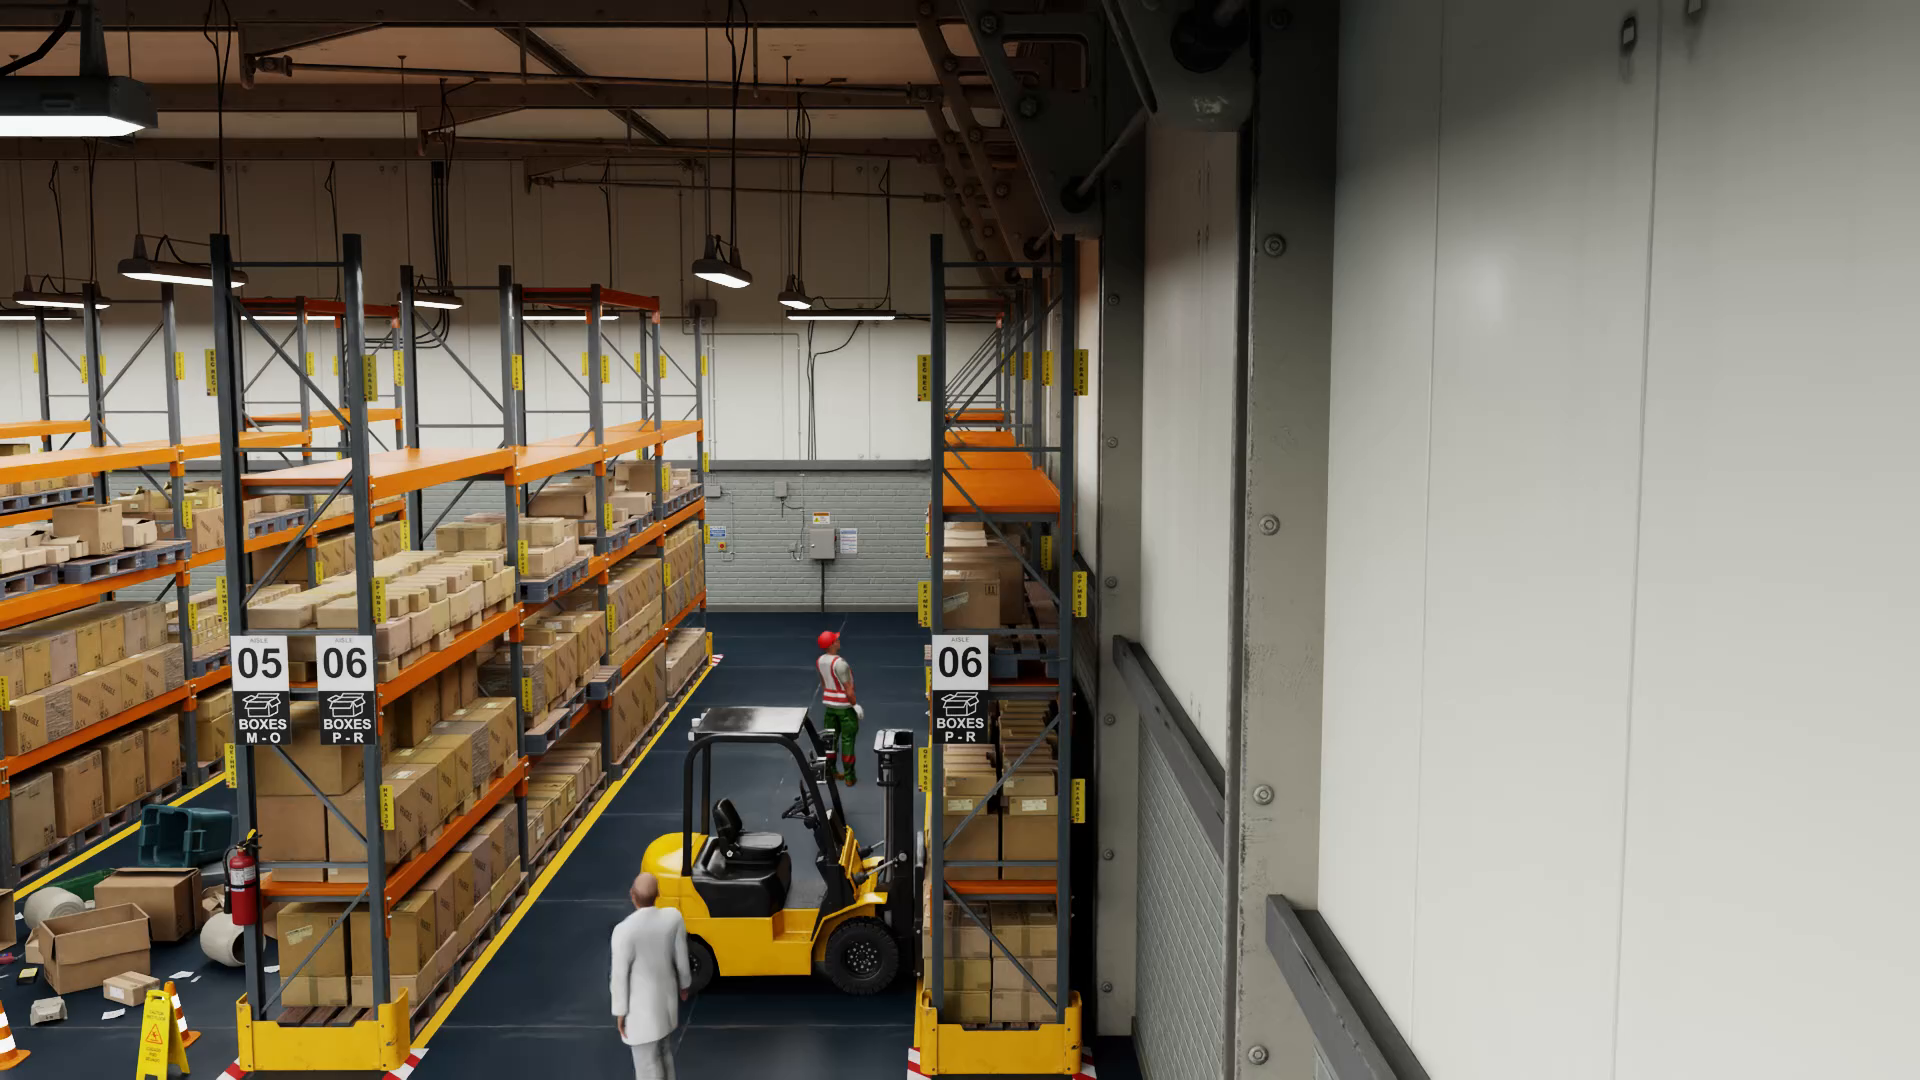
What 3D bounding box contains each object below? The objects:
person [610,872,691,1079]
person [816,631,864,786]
[{"bbox_3d":[-2.031,3.075,11.042,0.426,1.816,0.673,3,7,28],"label":"person"},{"bbox_3d":[-1.376,1.911,19.015,0.588,1.771,0.451,4,8,34],"label":"person"}]
